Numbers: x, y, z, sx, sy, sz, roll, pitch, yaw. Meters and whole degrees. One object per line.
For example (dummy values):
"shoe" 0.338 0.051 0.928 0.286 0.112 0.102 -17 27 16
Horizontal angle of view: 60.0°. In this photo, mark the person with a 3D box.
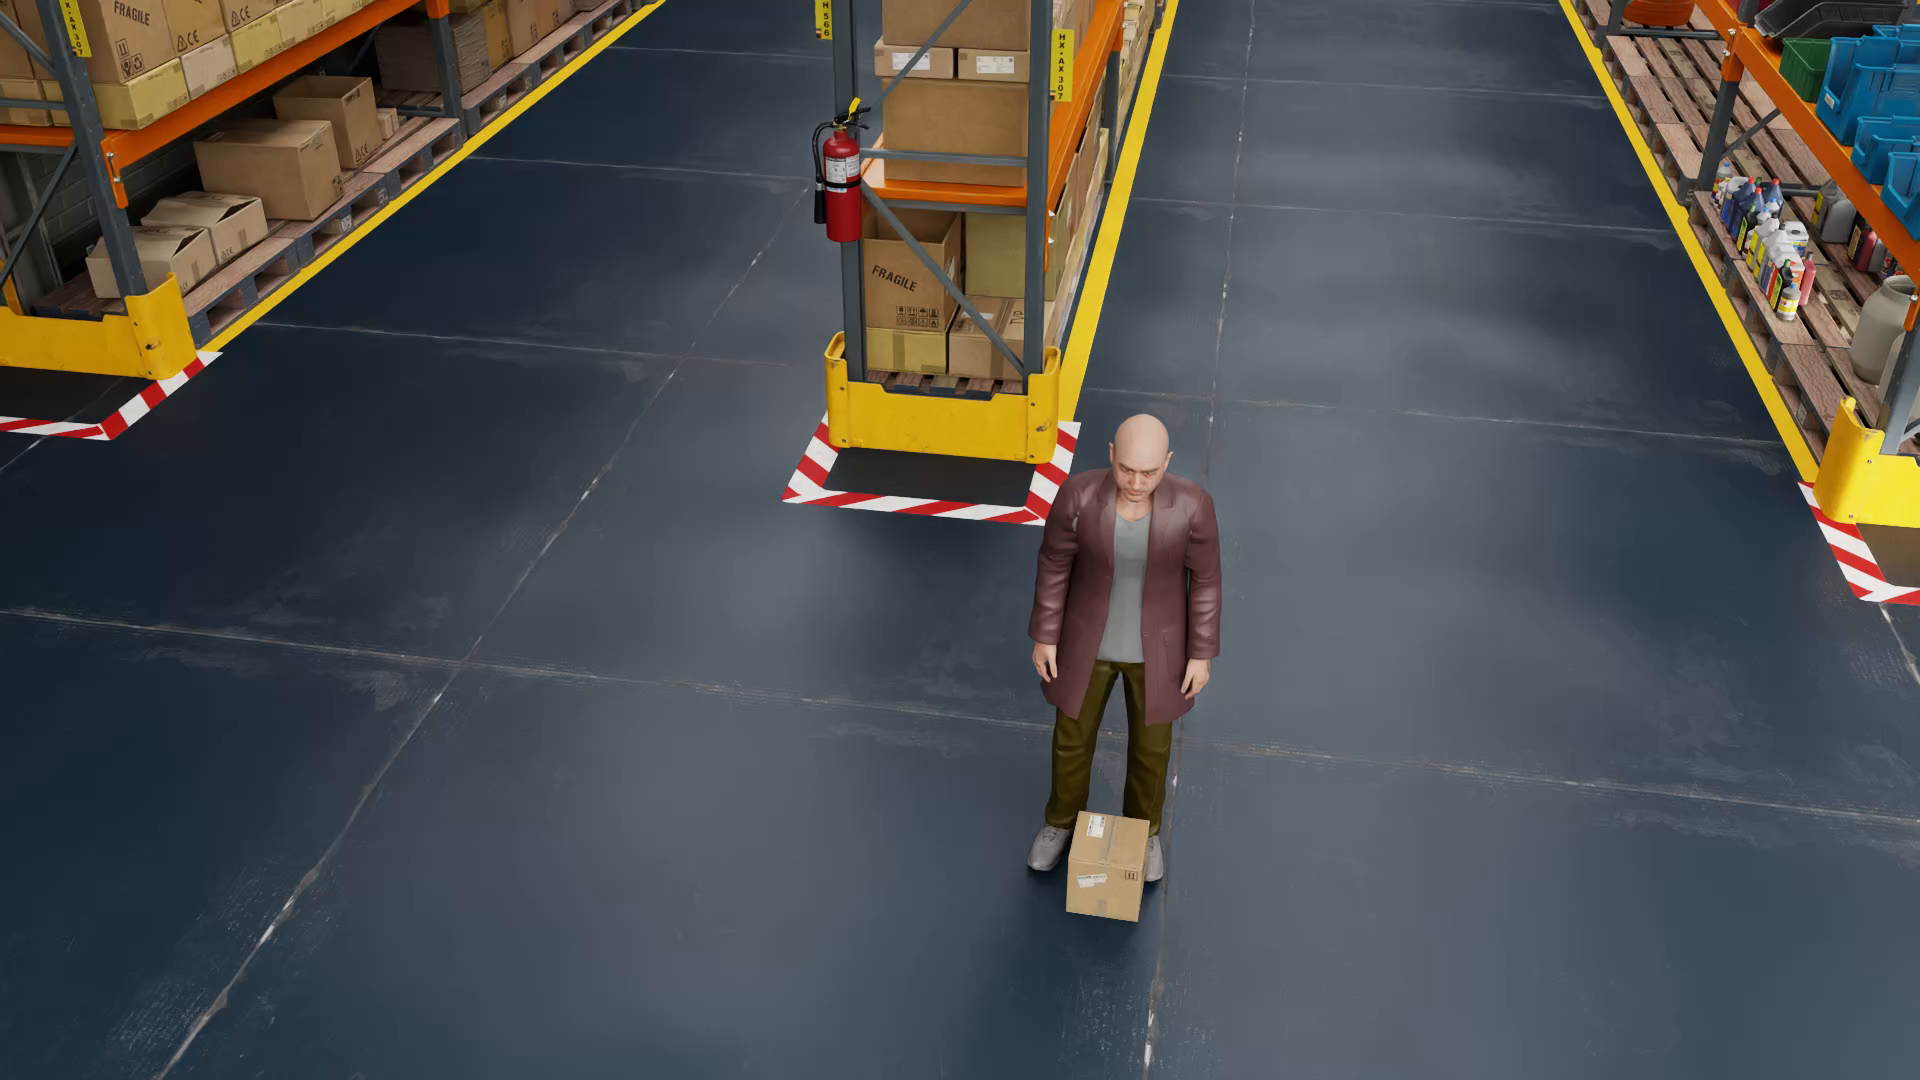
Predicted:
"person" 0.547 0.357 5.579 0.642 1.774 0.421 5 32 8
